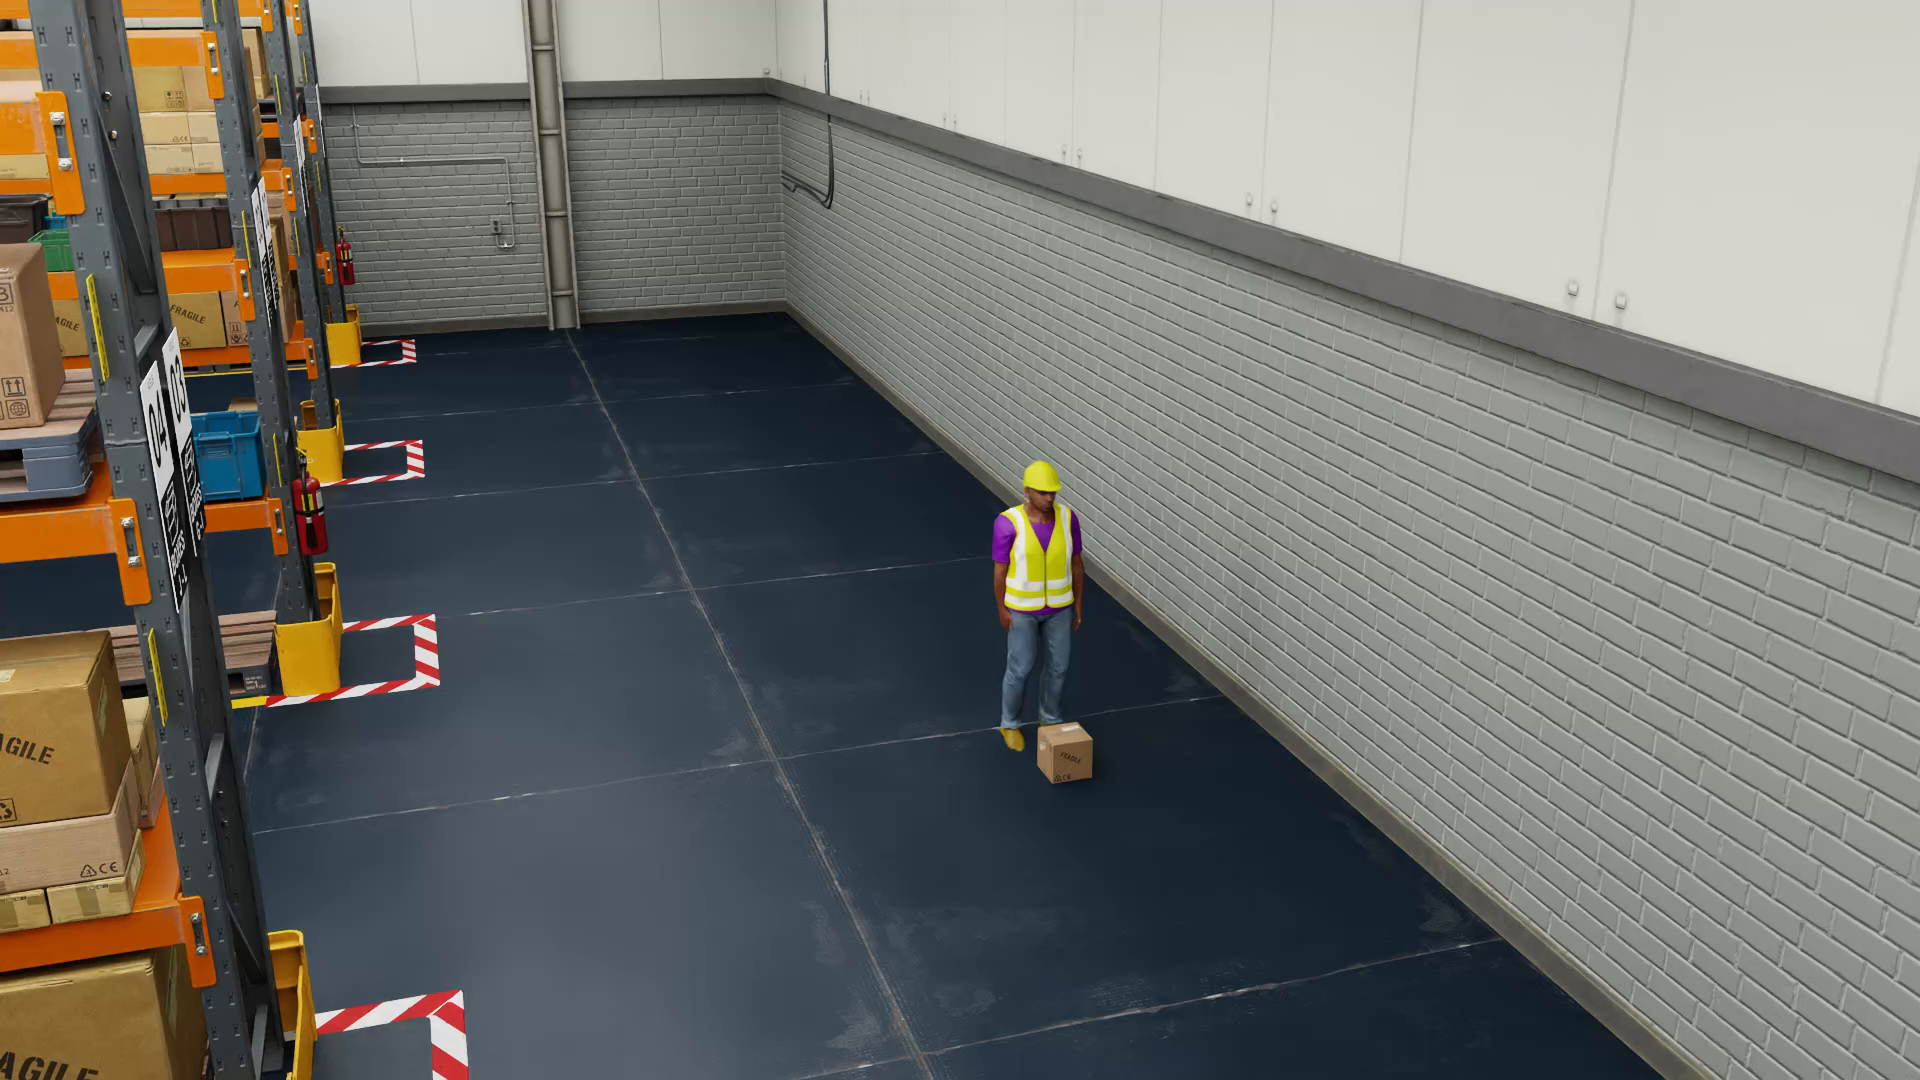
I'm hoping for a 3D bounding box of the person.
[{"bbox_3d":[0.476,0.398,9.929,0.563,1.786,0.367,-6,20,-16],"label":"person"}]
